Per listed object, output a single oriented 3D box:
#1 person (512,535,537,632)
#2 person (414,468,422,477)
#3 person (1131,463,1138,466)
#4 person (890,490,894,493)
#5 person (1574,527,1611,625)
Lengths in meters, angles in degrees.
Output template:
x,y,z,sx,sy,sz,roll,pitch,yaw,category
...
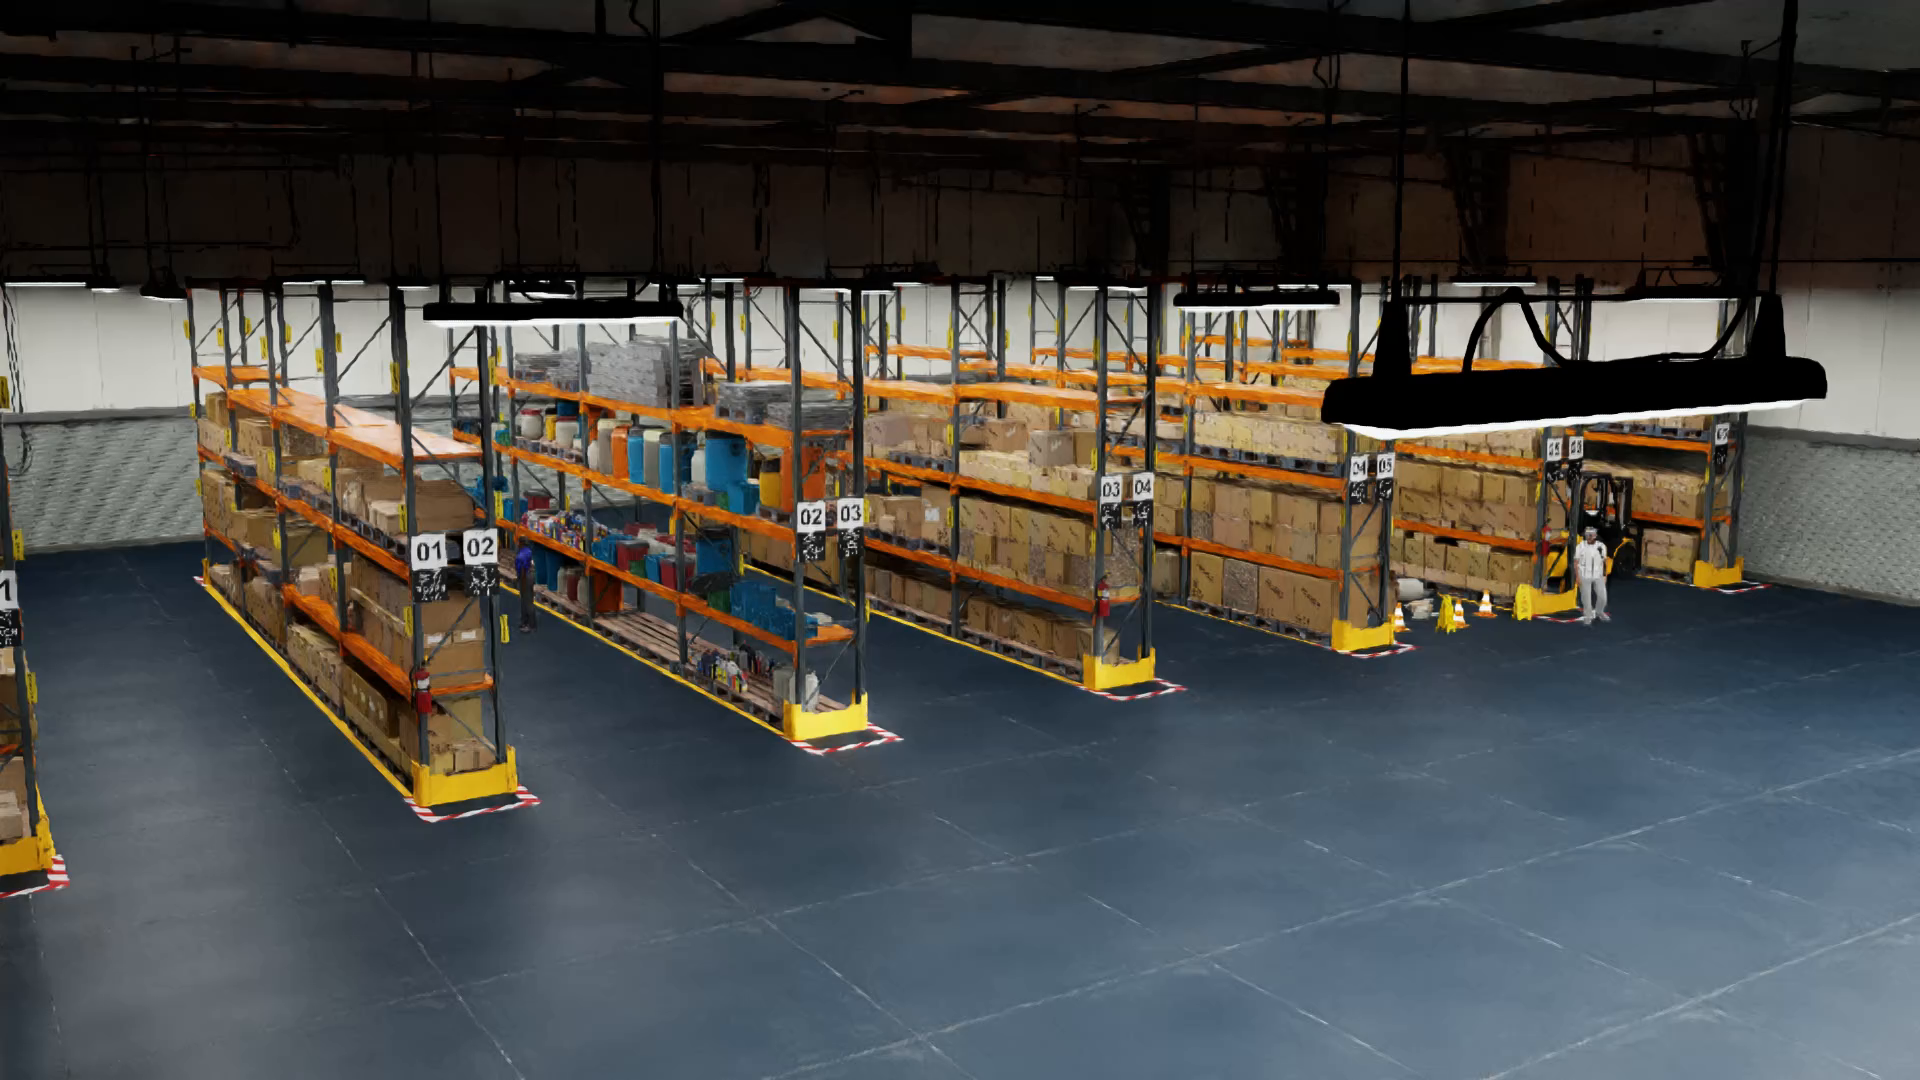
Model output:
x,y,z,sx,sy,sz,roll,pitch,yaw,category
-7.522,0.730,28.635,0.464,1.662,0.498,0,10,-2,person
-12.232,-0.731,37.068,0.621,1.767,0.615,4,10,22,person
3.900,-0.854,37.632,0.594,1.782,0.678,-2,10,-10,person
-1.506,-0.276,34.721,0.461,1.588,1.057,-6,11,-34,person
11.077,0.616,29.061,0.682,1.746,0.506,2,10,12,person
